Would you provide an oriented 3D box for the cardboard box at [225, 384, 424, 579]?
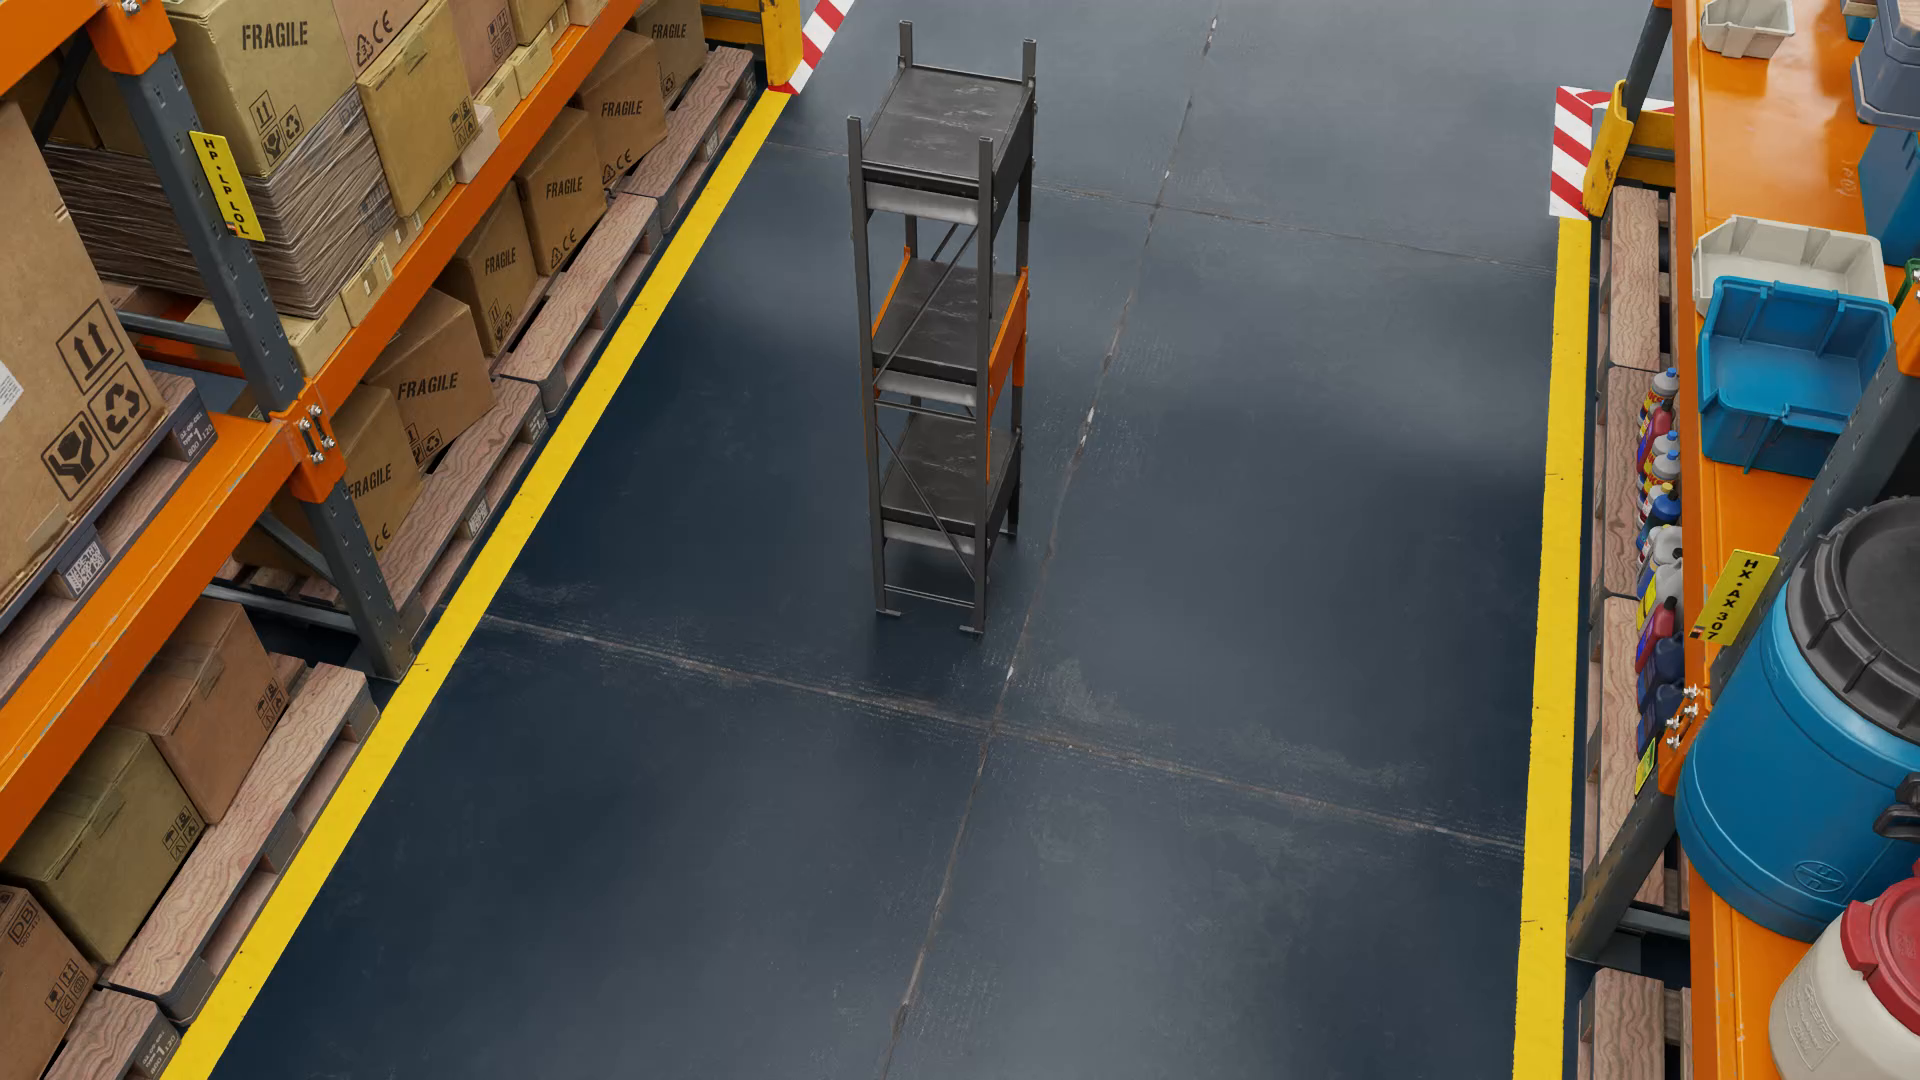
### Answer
[{"bbox_3d":[-2.275,-0.223,5.833,0.500,0.500,0.500,10,49,9],"label":"cardboard box"}]

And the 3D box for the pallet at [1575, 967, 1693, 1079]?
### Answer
[{"bbox_3d":[2.190,1.846,4.480,1.003,0.211,1.213,12,50,10],"label":"pallet"}]

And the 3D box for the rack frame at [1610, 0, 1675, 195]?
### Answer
[{"bbox_3d":[3.412,-2.546,6.496,1.000,3.000,0.127,12,50,10],"label":"rack frame"}]

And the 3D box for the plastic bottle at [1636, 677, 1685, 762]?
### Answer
[{"bbox_3d":[2.251,0.556,5.232,0.144,0.351,0.185,10,49,9],"label":"plastic bottle"}]

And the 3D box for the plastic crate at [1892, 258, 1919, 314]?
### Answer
[{"bbox_3d":[2.989,-0.508,4.839,0.450,0.188,0.662,12,50,10],"label":"plastic crate"}]

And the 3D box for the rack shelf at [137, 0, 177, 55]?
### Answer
[{"bbox_3d":[-1.892,-2.831,5.227,1.077,0.370,4.000,12,50,10],"label":"rack shelf"}]

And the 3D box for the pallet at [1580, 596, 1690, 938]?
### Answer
[{"bbox_3d":[2.576,0.793,5.410,1.003,0.211,1.213,12,50,10],"label":"pallet"}]

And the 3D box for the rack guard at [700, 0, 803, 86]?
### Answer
[{"bbox_3d":[-1.386,-2.641,8.247,1.175,0.500,0.348,12,50,10],"label":"rack guard"}]

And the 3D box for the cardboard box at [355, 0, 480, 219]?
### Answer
[{"bbox_3d":[-2.075,-1.429,5.246,0.875,0.500,0.500,12,50,10],"label":"cardboard box"}]

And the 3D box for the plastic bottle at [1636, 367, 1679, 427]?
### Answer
[{"bbox_3d":[2.634,-0.539,6.251,0.097,0.271,0.097,0,49,0],"label":"plastic bottle"}]

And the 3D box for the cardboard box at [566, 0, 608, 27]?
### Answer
[{"bbox_3d":[-1.535,-2.087,6.259,0.380,0.149,0.250,12,50,10],"label":"cardboard box"}]

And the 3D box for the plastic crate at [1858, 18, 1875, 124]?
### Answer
[{"bbox_3d":[3.393,-1.607,5.767,0.499,0.251,0.408,12,50,10],"label":"plastic crate"}]

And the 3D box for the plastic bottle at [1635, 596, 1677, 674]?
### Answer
[{"bbox_3d":[2.304,0.313,5.491,0.061,0.283,0.133,15,50,13],"label":"plastic bottle"}]

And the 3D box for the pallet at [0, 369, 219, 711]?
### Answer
[{"bbox_3d":[-2.760,-0.042,4.415,1.003,0.211,1.213,12,50,10],"label":"pallet"}]

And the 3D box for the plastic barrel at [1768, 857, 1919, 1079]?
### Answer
[{"bbox_3d":[1.896,0.951,3.319,0.433,0.535,0.433,0,49,0],"label":"plastic barrel"}]

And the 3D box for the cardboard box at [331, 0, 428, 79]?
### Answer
[{"bbox_3d":[-1.925,-1.729,4.844,0.500,0.500,0.500,12,50,10],"label":"cardboard box"}]

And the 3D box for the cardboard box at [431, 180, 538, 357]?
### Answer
[{"bbox_3d":[-2.044,-1.103,6.610,0.500,0.500,0.500,8,49,7],"label":"cardboard box"}]

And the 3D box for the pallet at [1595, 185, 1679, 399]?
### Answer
[{"bbox_3d":[3.219,-0.972,6.967,1.003,0.211,1.213,12,50,10],"label":"pallet"}]

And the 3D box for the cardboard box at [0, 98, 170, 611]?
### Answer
[{"bbox_3d":[-2.763,-0.420,3.940,1.000,1.000,1.000,12,50,10],"label":"cardboard box"}]

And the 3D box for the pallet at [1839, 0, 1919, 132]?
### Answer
[{"bbox_3d":[2.455,-1.124,3.366,1.213,0.211,1.003,12,50,10],"label":"pallet"}]

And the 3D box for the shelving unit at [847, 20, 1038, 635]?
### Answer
[{"bbox_3d":[-0.044,-0.575,5.357,0.431,2.100,0.503,12,50,10],"label":"shelving unit"}]

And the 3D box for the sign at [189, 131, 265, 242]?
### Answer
[{"bbox_3d":[-1.882,-0.906,4.277,0.100,0.325,0.005,12,50,10],"label":"sign"}]

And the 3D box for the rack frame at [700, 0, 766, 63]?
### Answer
[{"bbox_3d":[-1.366,-3.523,7.359,1.000,3.000,0.127,12,50,10],"label":"rack frame"}]

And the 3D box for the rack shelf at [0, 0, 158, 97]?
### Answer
[{"bbox_3d":[-2.945,0.062,2.674,1.077,0.370,4.000,12,50,10],"label":"rack shelf"}]

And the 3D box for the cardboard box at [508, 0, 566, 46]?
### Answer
[{"bbox_3d":[-1.869,-2.164,5.895,0.875,0.500,0.500,12,50,10],"label":"cardboard box"}]

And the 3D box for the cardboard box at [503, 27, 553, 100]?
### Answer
[{"bbox_3d":[-1.690,-1.730,5.944,0.380,0.149,0.250,12,50,10],"label":"cardboard box"}]

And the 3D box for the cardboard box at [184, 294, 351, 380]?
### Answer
[{"bbox_3d":[-2.072,-0.643,4.984,0.380,0.149,0.250,12,50,10],"label":"cardboard box"}]

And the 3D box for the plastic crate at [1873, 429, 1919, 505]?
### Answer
[{"bbox_3d":[2.620,0.015,4.278,0.767,0.338,0.504,12,50,10],"label":"plastic crate"}]

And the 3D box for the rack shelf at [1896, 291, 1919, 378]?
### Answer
[{"bbox_3d":[1.833,1.040,1.811,1.077,0.370,4.000,12,50,10],"label":"rack shelf"}]

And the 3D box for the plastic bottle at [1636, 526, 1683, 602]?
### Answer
[{"bbox_3d":[2.433,0.091,5.692,0.152,0.276,0.135,12,50,11],"label":"plastic bottle"}]

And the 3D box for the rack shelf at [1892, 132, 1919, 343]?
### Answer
[{"bbox_3d":[2.886,-1.854,4.364,1.077,0.370,4.000,12,50,10],"label":"rack shelf"}]

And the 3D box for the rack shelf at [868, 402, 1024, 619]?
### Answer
[{"bbox_3d":[-0.044,-0.103,5.892,0.431,0.518,0.480,12,50,10],"label":"rack shelf"}]

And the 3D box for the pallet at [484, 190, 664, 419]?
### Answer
[{"bbox_3d":[-1.957,-1.085,7.067,1.003,0.211,1.213,12,50,10],"label":"pallet"}]

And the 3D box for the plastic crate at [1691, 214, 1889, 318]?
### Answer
[{"bbox_3d":[2.543,-0.790,5.122,0.530,0.136,0.437,12,50,10],"label":"plastic crate"}]

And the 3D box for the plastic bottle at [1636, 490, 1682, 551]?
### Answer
[{"bbox_3d":[2.465,-0.072,5.839,0.097,0.271,0.097,0,49,0],"label":"plastic bottle"}]

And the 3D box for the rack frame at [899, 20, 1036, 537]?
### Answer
[{"bbox_3d":[0.021,-0.752,5.513,0.400,2.100,0.015,12,50,10],"label":"rack frame"}]

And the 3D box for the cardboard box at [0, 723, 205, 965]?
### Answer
[{"bbox_3d":[-2.745,0.833,4.888,0.700,0.500,0.500,11,50,10],"label":"cardboard box"}]

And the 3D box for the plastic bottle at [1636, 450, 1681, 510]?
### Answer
[{"bbox_3d":[2.518,-0.218,5.968,0.097,0.271,0.097,0,49,0],"label":"plastic bottle"}]

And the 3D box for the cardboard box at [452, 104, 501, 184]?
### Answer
[{"bbox_3d":[-1.792,-1.363,5.620,0.380,0.149,0.250,12,50,10],"label":"cardboard box"}]

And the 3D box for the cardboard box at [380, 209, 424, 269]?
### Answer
[{"bbox_3d":[-1.955,-1.007,5.306,0.380,0.149,0.250,12,50,10],"label":"cardboard box"}]

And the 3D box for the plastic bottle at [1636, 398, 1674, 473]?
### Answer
[{"bbox_3d":[2.557,-0.382,6.105,0.061,0.283,0.133,12,50,11],"label":"plastic bottle"}]

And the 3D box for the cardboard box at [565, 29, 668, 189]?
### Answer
[{"bbox_3d":[-1.671,-1.947,7.355,0.500,0.500,0.500,24,53,20],"label":"cardboard box"}]
